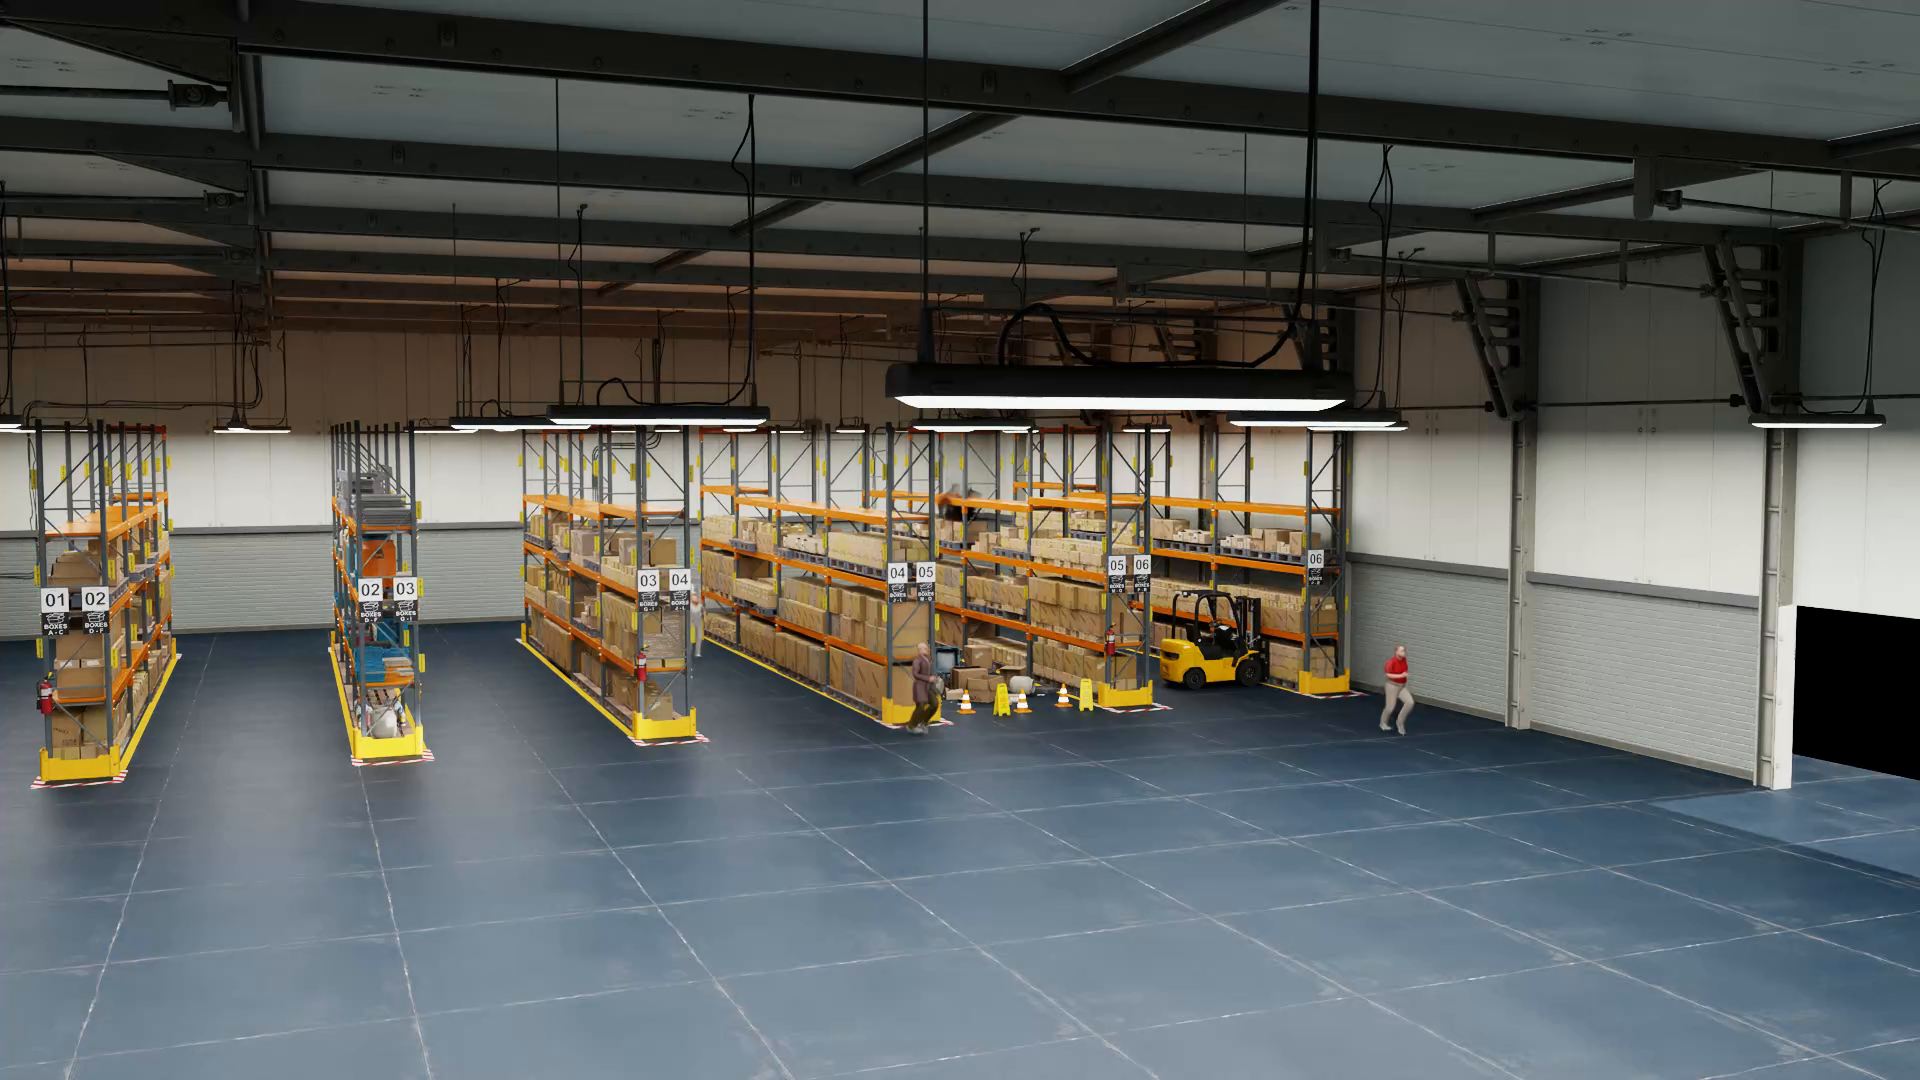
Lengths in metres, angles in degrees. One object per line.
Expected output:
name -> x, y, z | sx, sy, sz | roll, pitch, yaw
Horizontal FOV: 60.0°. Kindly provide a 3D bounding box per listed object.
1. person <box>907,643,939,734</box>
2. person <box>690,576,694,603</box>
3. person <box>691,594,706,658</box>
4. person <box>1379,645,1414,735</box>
person -> -0.674, 2.862, 31.850 | 0.735, 1.796, 0.741 | 2, 4, 29
person -> -8.002, 1.870, 49.108 | 0.793, 1.653, 0.651 | -2, 4, -27
person -> -6.831, 2.220, 43.098 | 0.582, 1.639, 0.901 | -1, 4, -21
person -> 8.388, 2.878, 31.934 | 0.691, 1.742, 0.844 | -2, 4, -30
